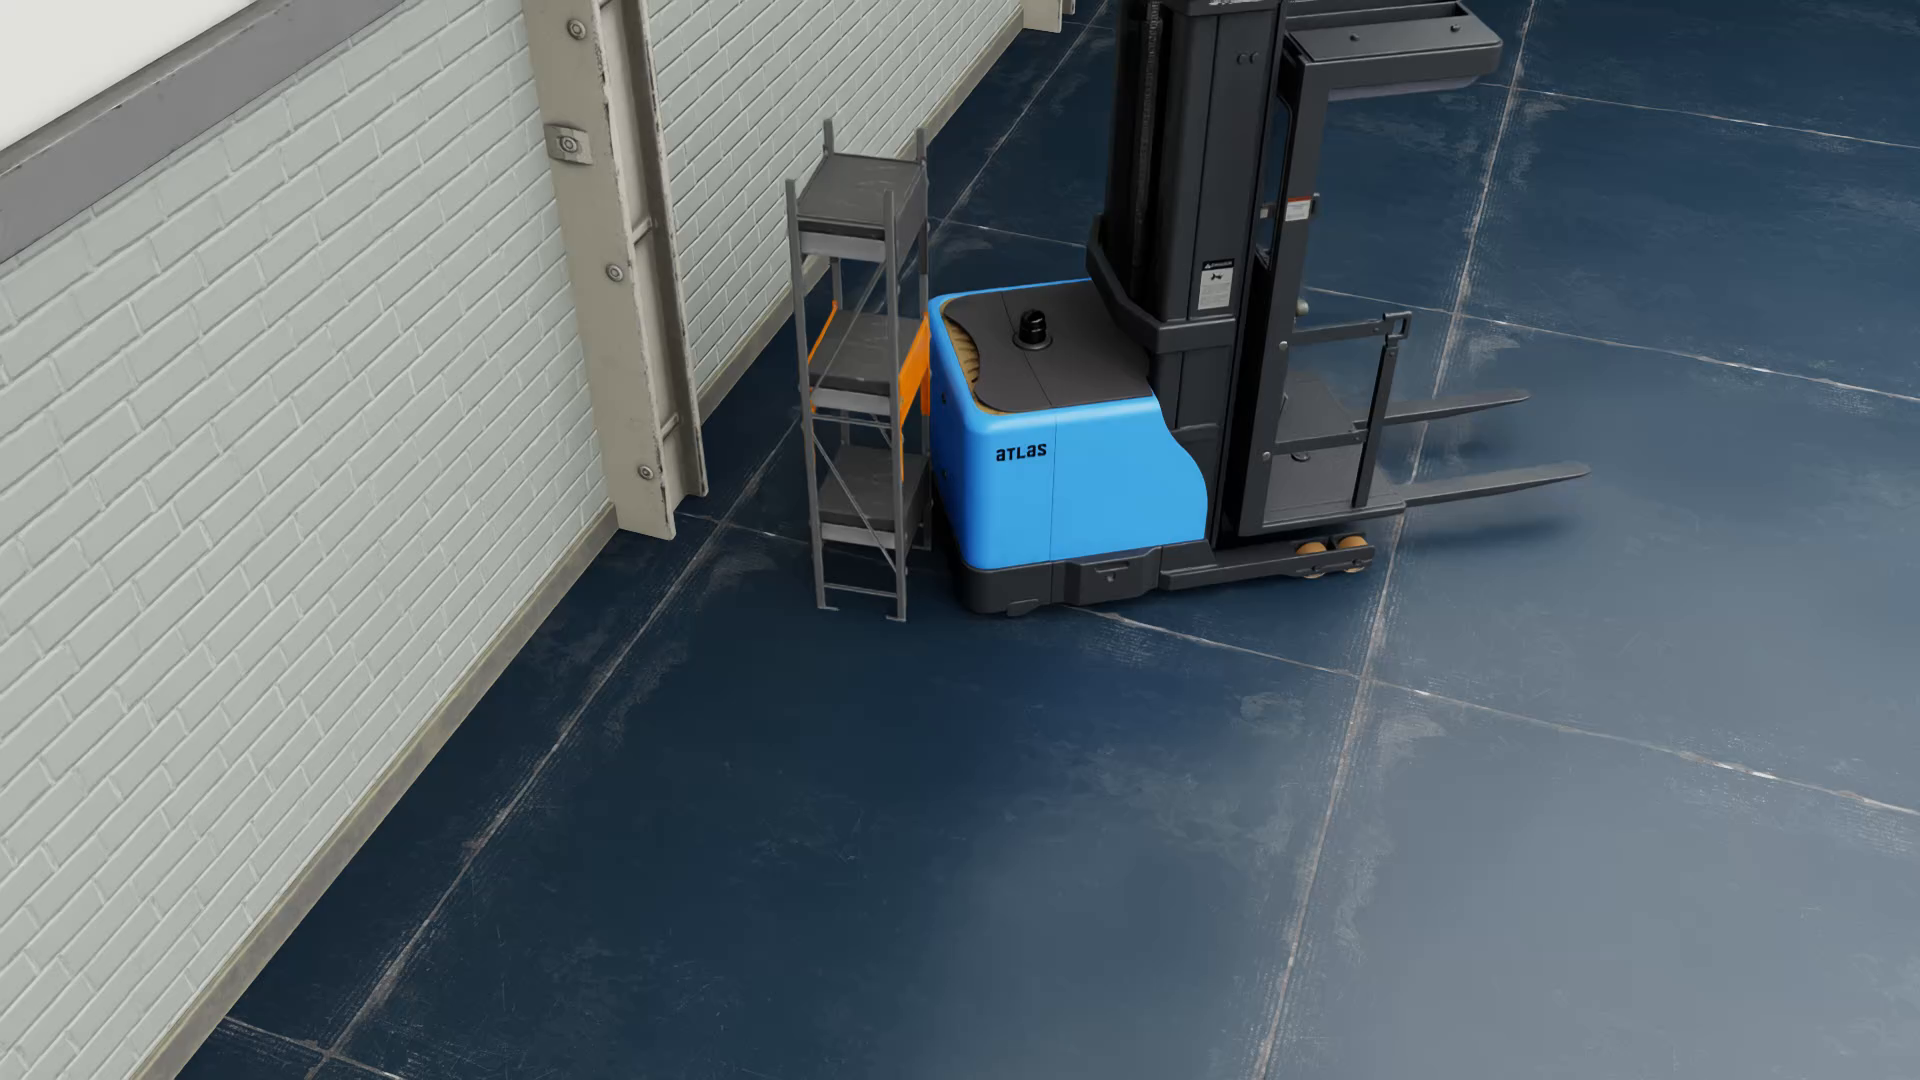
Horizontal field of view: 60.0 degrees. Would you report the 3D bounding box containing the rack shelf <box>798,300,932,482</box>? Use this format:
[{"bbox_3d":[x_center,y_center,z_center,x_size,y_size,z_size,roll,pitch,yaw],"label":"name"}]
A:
[{"bbox_3d":[-0.380,-0.614,6.827,0.431,0.518,0.480,8,41,10],"label":"rack shelf"}]

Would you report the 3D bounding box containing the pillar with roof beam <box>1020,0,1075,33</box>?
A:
[{"bbox_3d":[4.682,-6.279,8.131,9.100,9.000,0.400,13,42,15],"label":"pillar with roof beam"}]

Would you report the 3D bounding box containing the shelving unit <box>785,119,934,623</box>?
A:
[{"bbox_3d":[-0.380,-0.625,6.818,0.431,2.100,0.503,8,41,10],"label":"shelving unit"}]

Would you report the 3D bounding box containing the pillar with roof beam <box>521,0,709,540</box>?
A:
[{"bbox_3d":[2.630,-2.620,3.841,9.100,9.000,0.400,13,42,15],"label":"pillar with roof beam"}]

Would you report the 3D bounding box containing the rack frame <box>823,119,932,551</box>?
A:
[{"bbox_3d":[-0.326,-0.779,6.999,0.400,2.100,0.015,8,41,10],"label":"rack frame"}]

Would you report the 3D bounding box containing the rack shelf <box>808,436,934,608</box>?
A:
[{"bbox_3d":[-0.380,-0.082,7.281,0.431,0.518,0.480,8,41,10],"label":"rack shelf"}]

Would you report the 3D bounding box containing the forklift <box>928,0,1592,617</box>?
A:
[{"bbox_3d":[1.394,-1.269,6.933,3.031,2.935,1.130,-8,41,-9],"label":"forklift"}]

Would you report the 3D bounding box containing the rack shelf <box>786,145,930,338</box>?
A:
[{"bbox_3d":[-0.380,-1.147,6.373,0.431,0.518,0.480,8,41,10],"label":"rack shelf"}]

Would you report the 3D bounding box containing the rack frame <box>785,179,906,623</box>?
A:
[{"bbox_3d":[-0.434,-0.470,6.637,0.400,2.100,0.015,8,41,10],"label":"rack frame"}]
